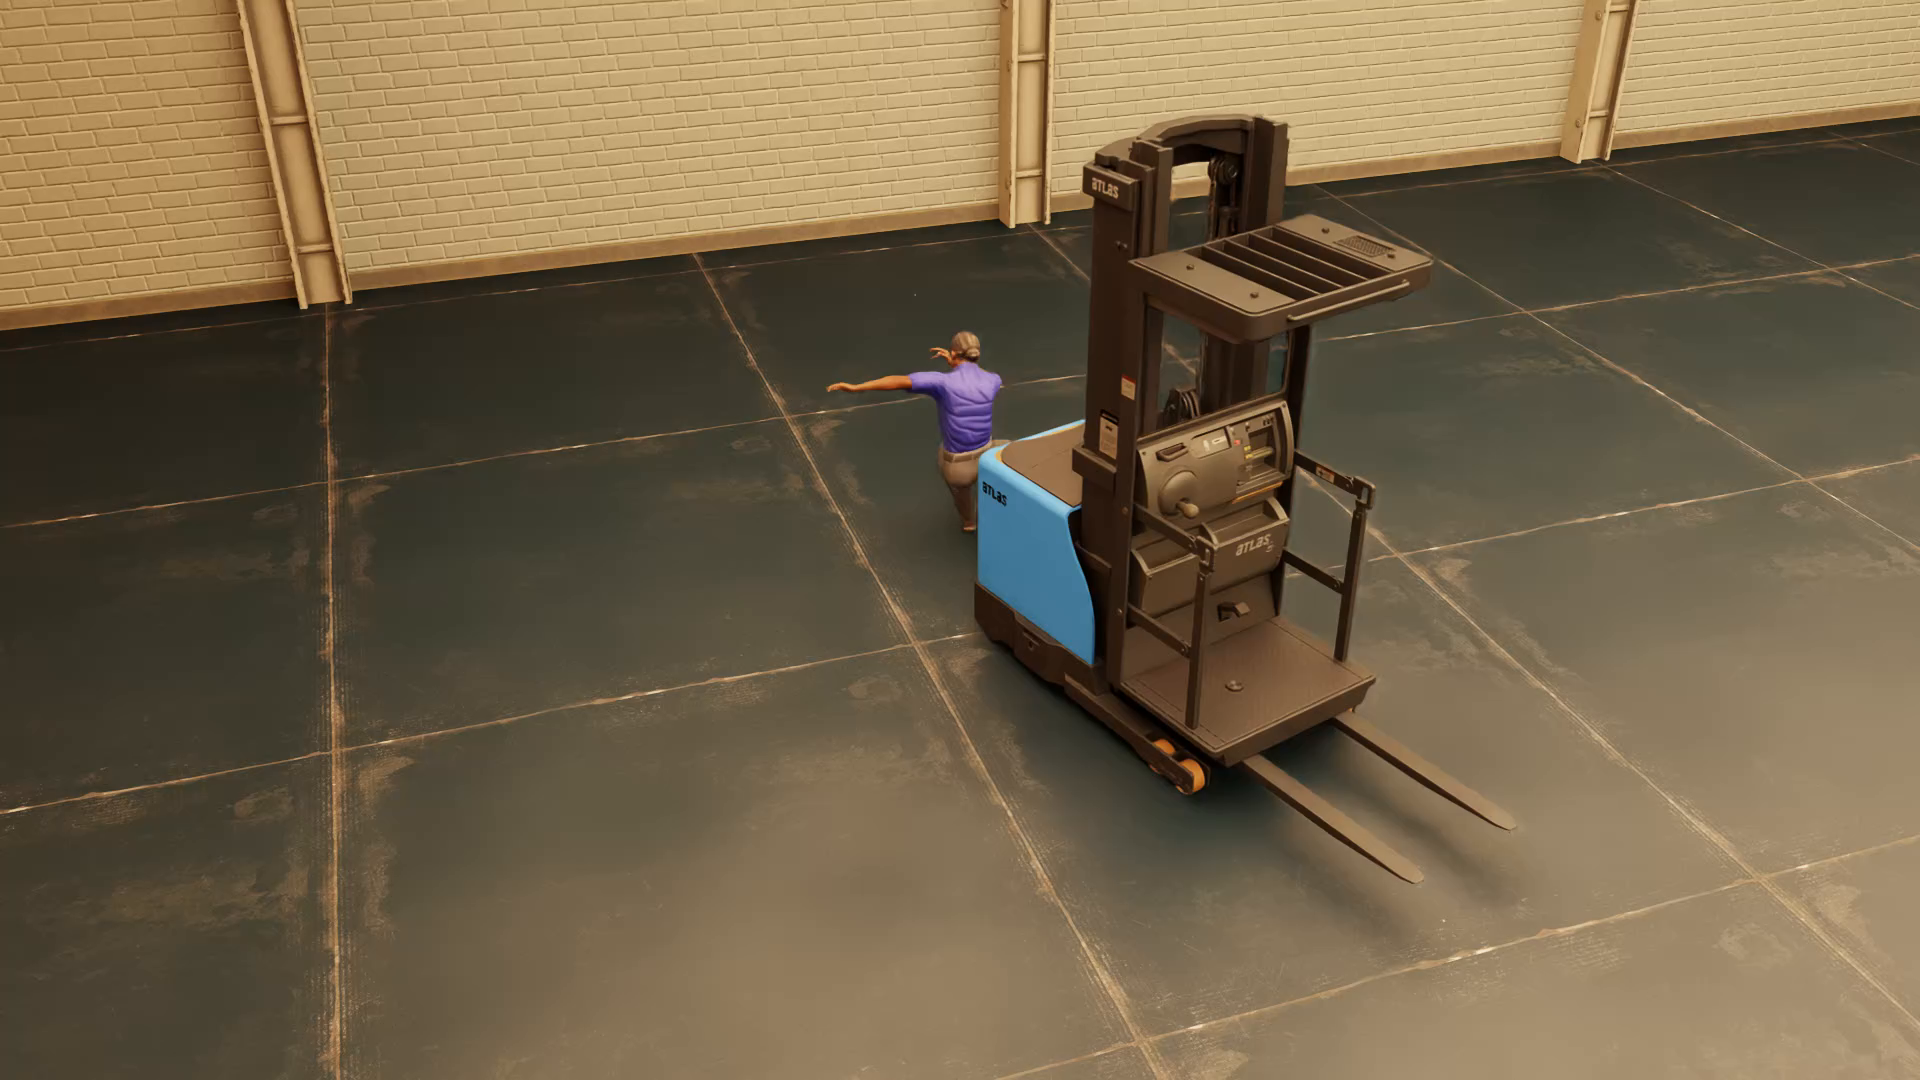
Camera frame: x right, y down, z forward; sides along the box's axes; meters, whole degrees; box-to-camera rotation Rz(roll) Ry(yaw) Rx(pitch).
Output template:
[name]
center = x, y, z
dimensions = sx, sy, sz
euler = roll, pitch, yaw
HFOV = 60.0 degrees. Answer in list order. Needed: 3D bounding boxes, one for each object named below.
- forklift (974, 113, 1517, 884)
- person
[forklift]
center = 1.335, -0.334, 7.667
dimensions = 1.130, 2.935, 3.031
euler = -19, 35, -30
[person]
center = -0.090, -0.561, 9.694
dimensions = 1.414, 1.347, 0.682
euler = -7, 31, -12
